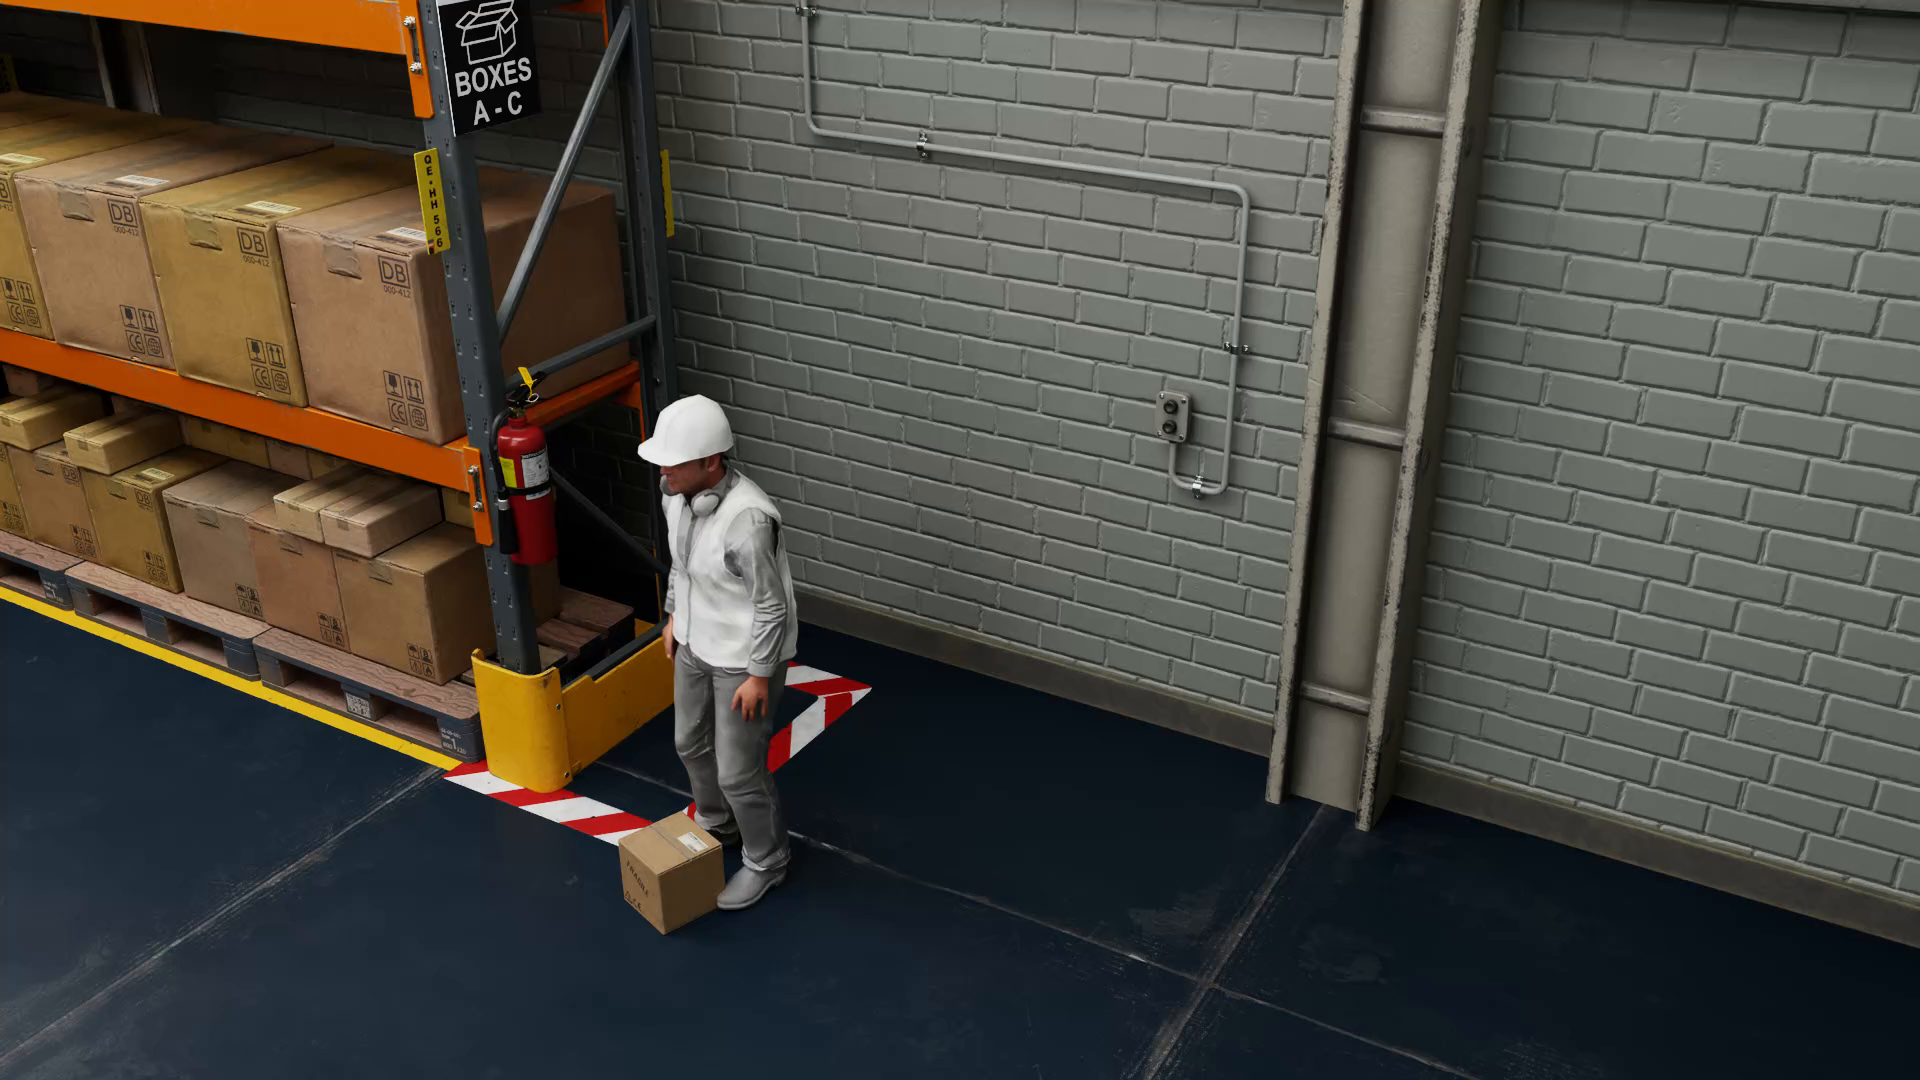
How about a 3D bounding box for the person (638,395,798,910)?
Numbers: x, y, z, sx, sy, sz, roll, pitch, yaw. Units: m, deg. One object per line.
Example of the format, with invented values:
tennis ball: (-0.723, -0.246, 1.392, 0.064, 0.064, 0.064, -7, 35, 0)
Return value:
person: (-0.769, 0.350, 5.379, 0.462, 1.771, 0.580, -20, 33, -35)
